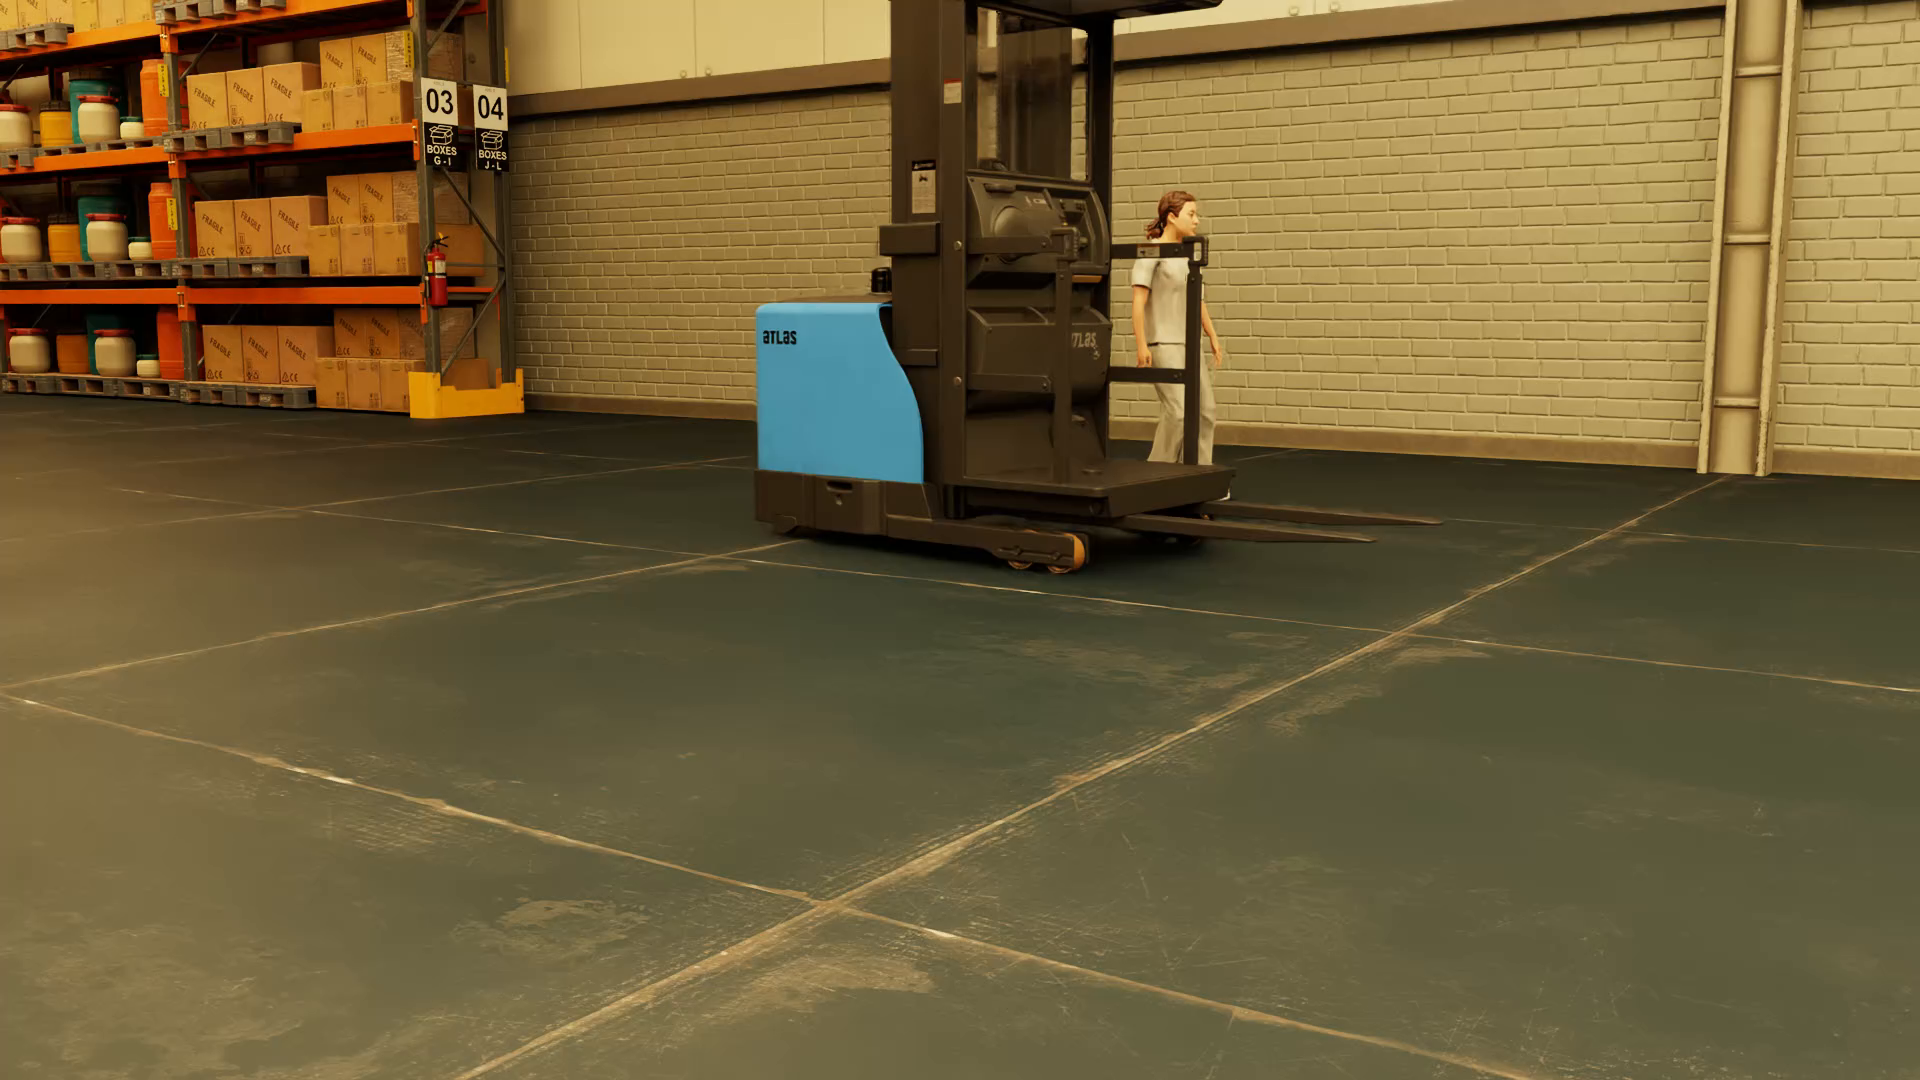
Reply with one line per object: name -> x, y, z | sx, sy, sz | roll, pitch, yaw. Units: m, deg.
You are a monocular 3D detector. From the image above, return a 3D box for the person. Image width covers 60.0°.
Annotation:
person -> 1.166, -1.021, 8.891 | 0.405, 1.660, 0.613 | 8, 11, 43

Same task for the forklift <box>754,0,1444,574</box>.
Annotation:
forklift -> 0.509, -1.397, 7.018 | 3.031, 2.935, 1.130 | 6, 10, 38
